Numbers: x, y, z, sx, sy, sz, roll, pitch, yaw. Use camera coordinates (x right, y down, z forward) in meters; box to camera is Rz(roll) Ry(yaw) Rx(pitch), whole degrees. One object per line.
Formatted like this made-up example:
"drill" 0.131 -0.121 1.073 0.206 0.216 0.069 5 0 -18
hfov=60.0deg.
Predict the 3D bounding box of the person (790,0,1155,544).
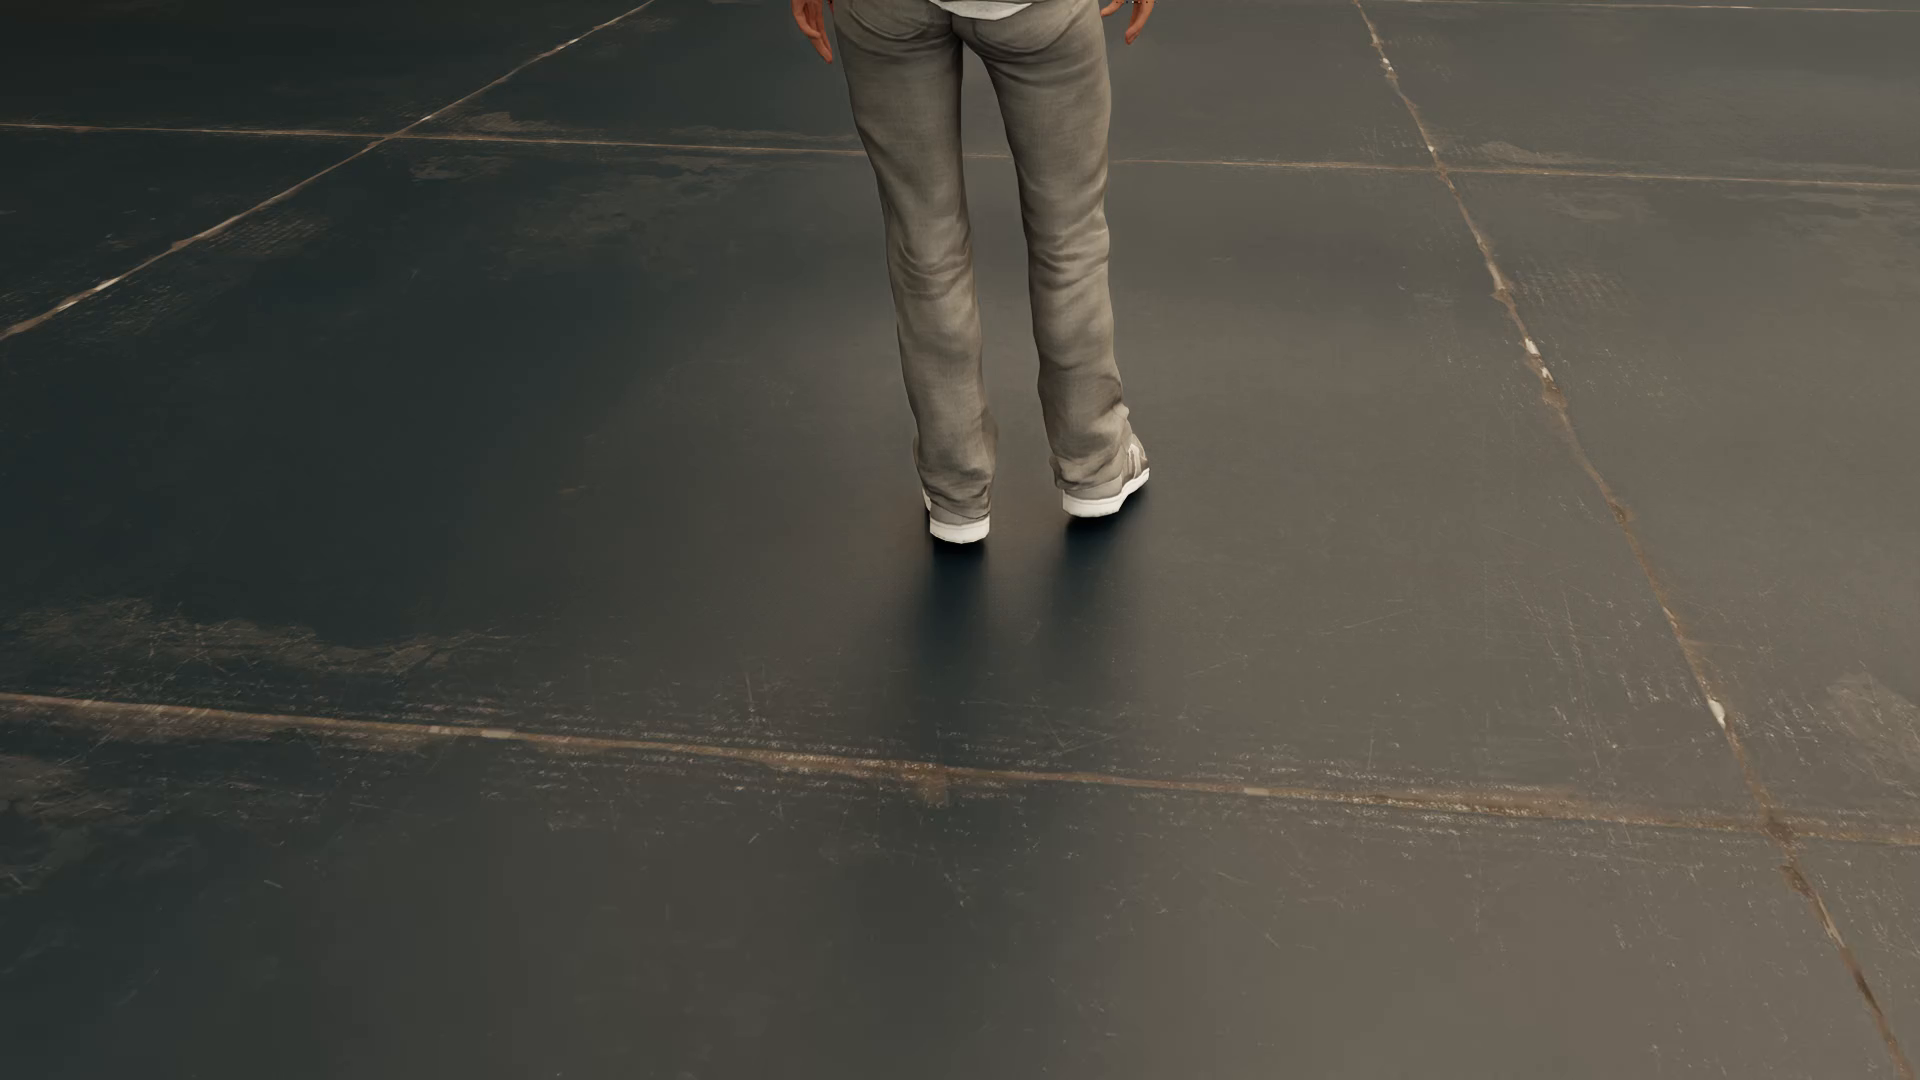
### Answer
"person" 0.024 -0.754 2.205 0.520 1.599 0.473 3 27 7
